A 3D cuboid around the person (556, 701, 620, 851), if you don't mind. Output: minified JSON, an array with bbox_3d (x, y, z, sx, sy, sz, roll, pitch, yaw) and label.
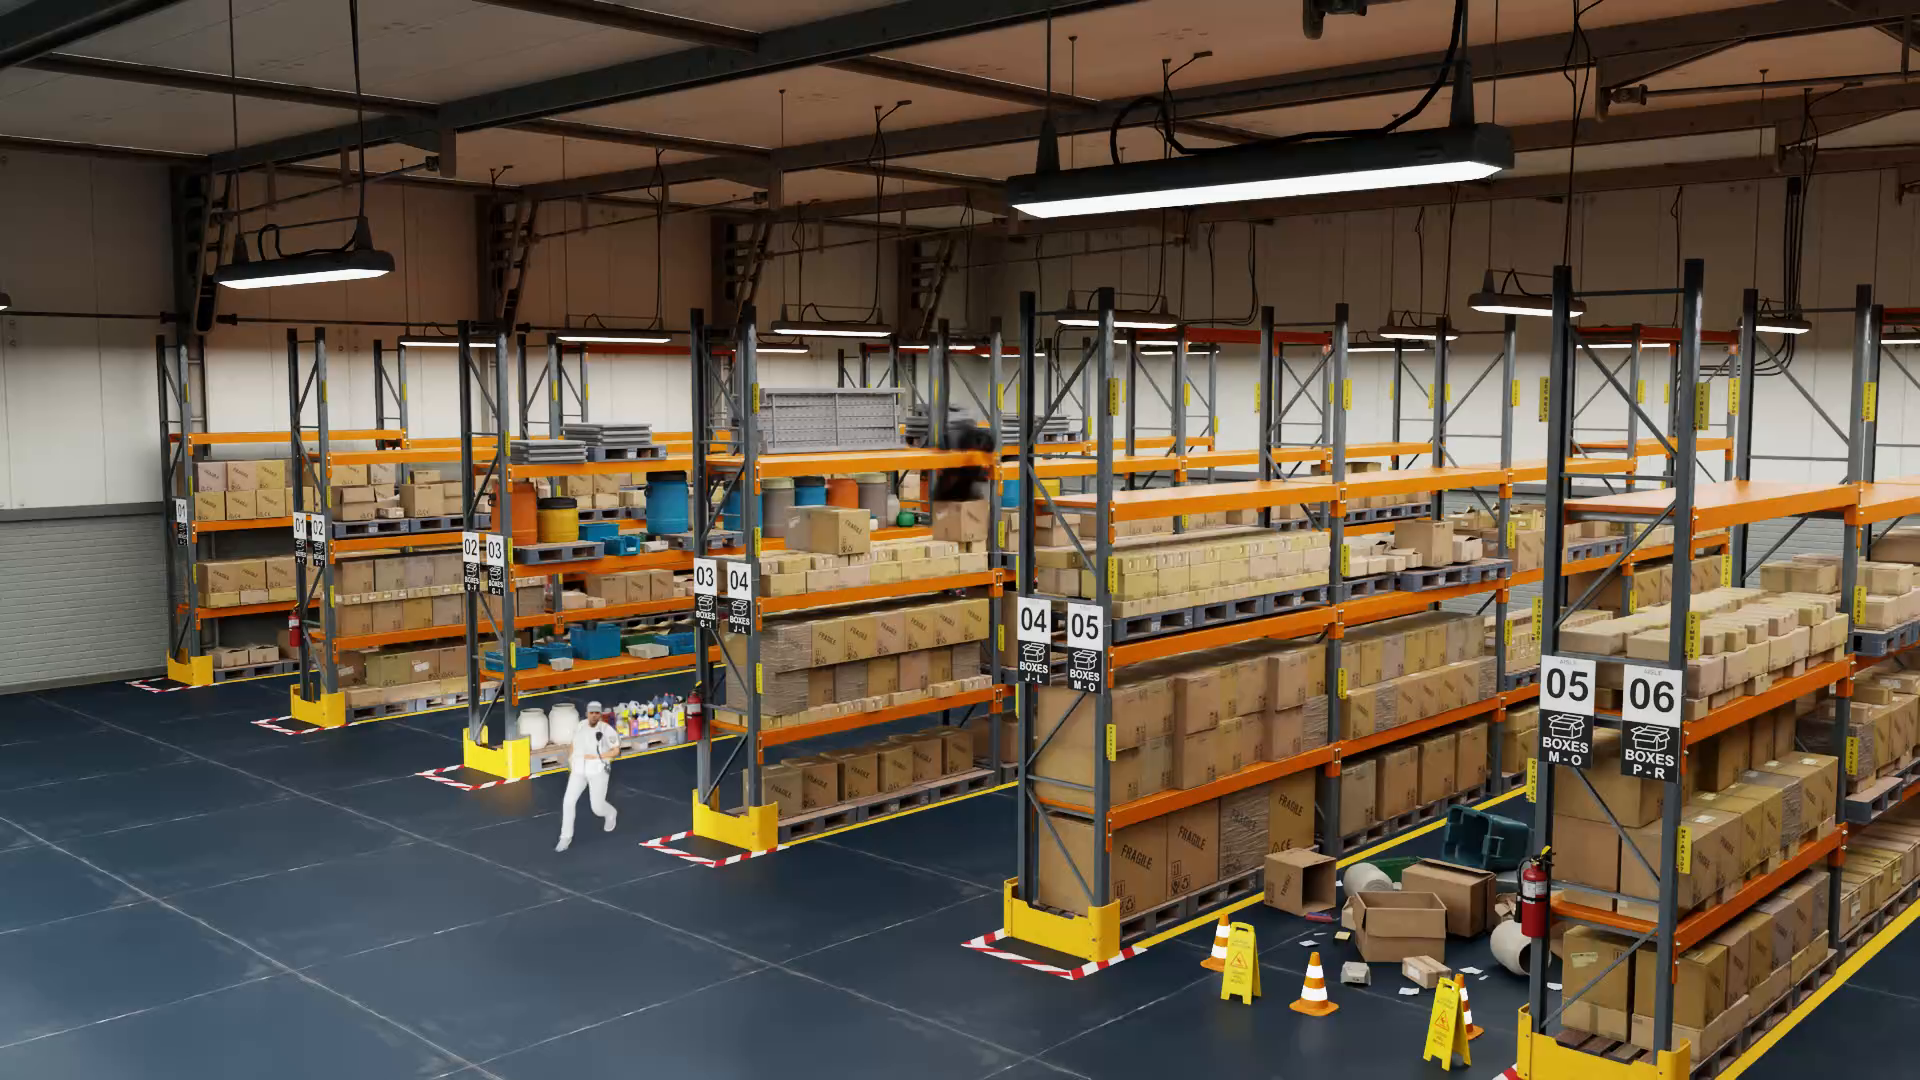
[{"bbox_3d":[-4.132,2.623,18.722,0.634,1.646,0.821,1,5,10],"label":"person"}]

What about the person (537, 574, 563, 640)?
[{"bbox_3d":[-7.510,1.436,30.275,0.608,1.833,0.855,5,7,43],"label":"person"}]
